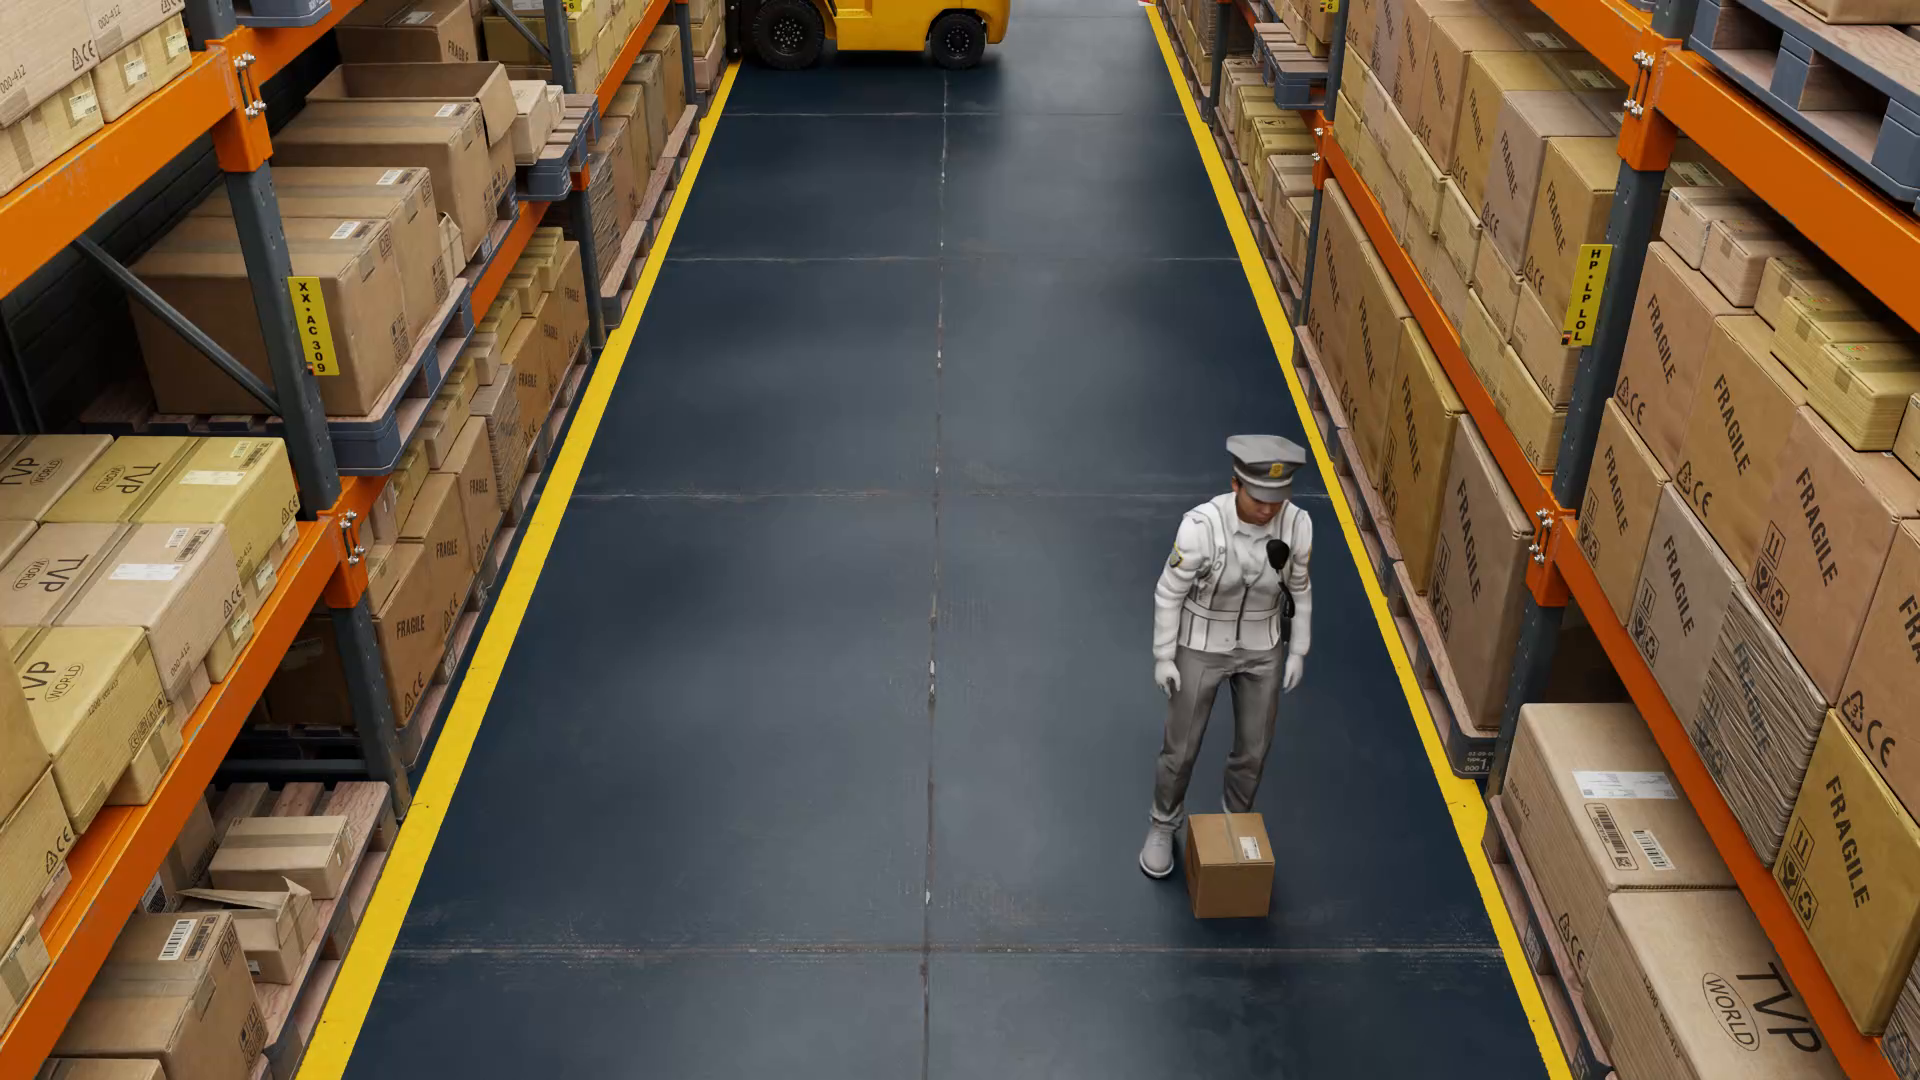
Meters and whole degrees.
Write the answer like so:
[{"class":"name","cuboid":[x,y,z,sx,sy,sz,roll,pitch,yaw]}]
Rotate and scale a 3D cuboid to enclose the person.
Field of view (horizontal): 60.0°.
[{"class":"person","cuboid":[0.896,0.383,5.513,0.538,1.662,0.373,-2,32,-4]}]
